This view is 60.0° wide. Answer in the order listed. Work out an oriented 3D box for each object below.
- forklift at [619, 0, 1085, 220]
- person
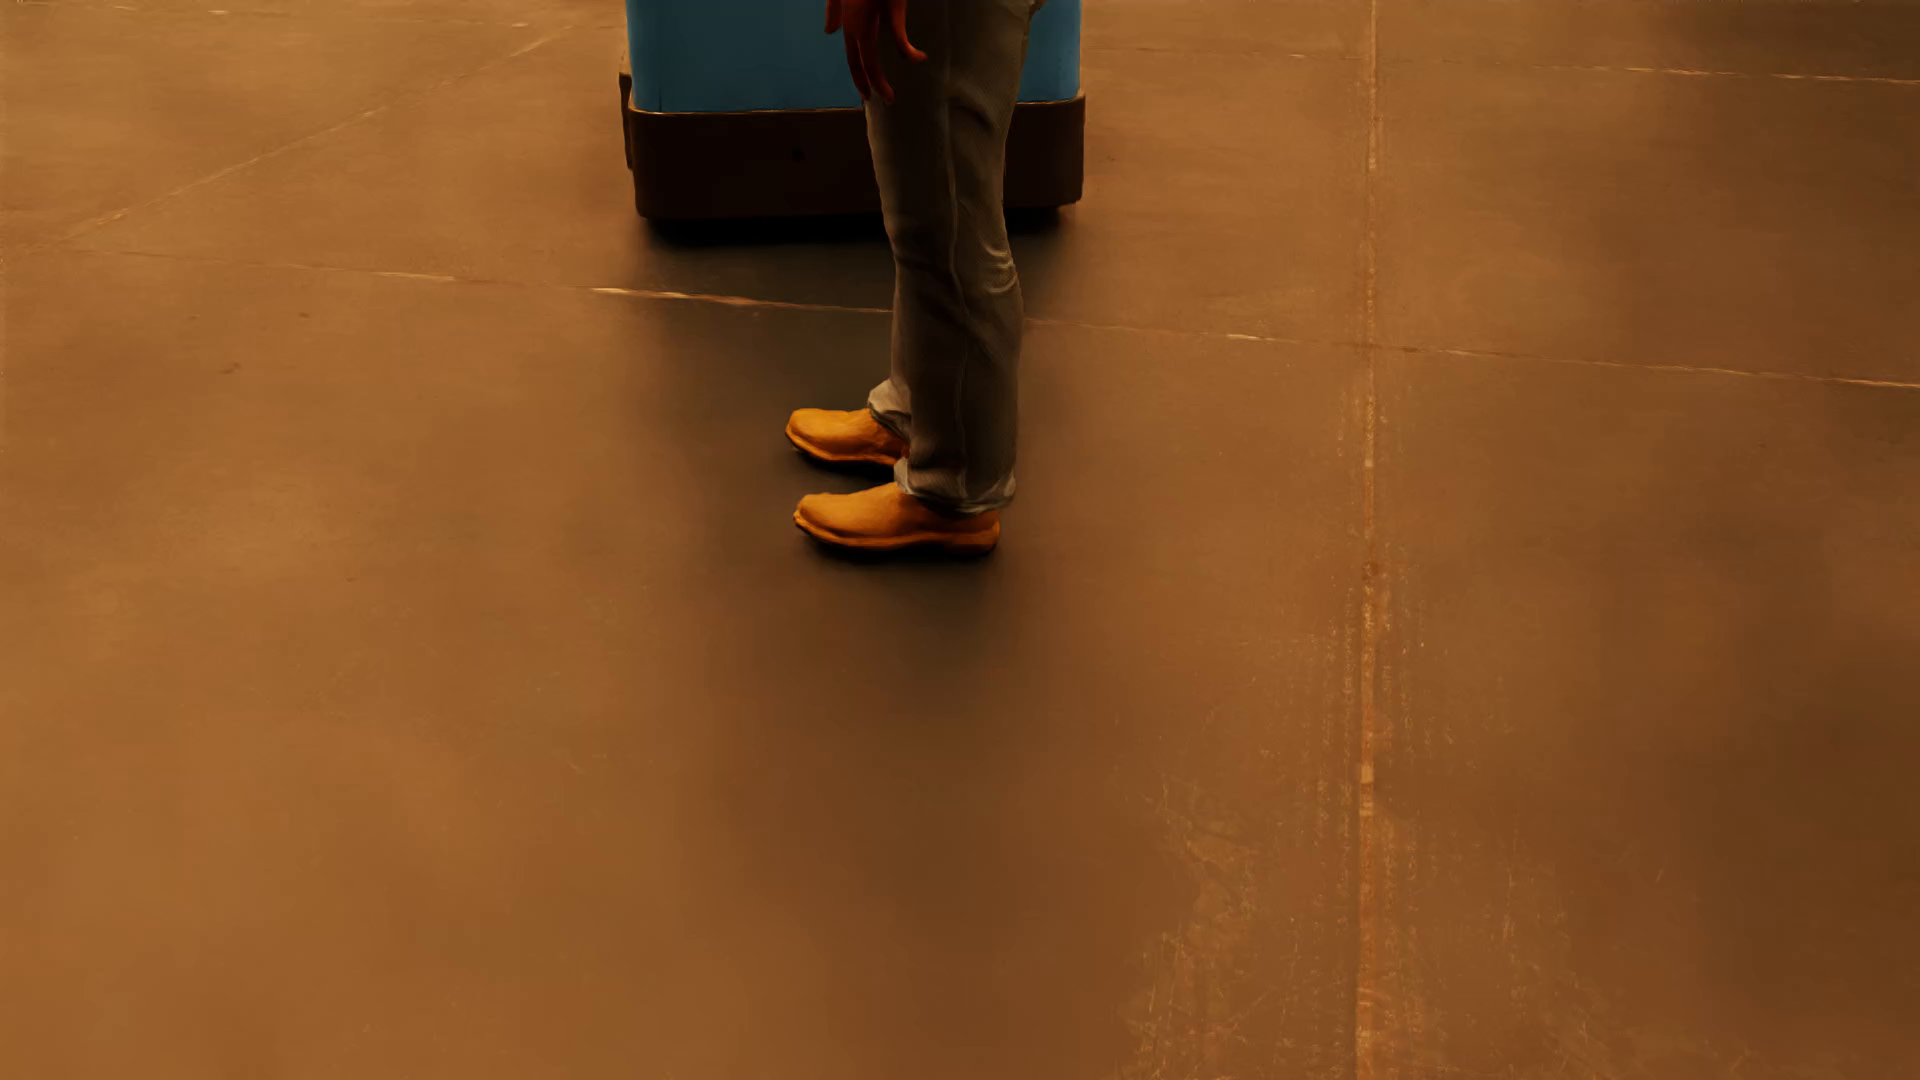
[{"bbox_3d":[-0.417,-2.673,4.545,1.130,2.935,3.031,-3,27,-7],"label":"forklift"},{"bbox_3d":[-0.067,-0.804,2.117,0.576,1.766,0.665,6,27,11],"label":"person"}]
